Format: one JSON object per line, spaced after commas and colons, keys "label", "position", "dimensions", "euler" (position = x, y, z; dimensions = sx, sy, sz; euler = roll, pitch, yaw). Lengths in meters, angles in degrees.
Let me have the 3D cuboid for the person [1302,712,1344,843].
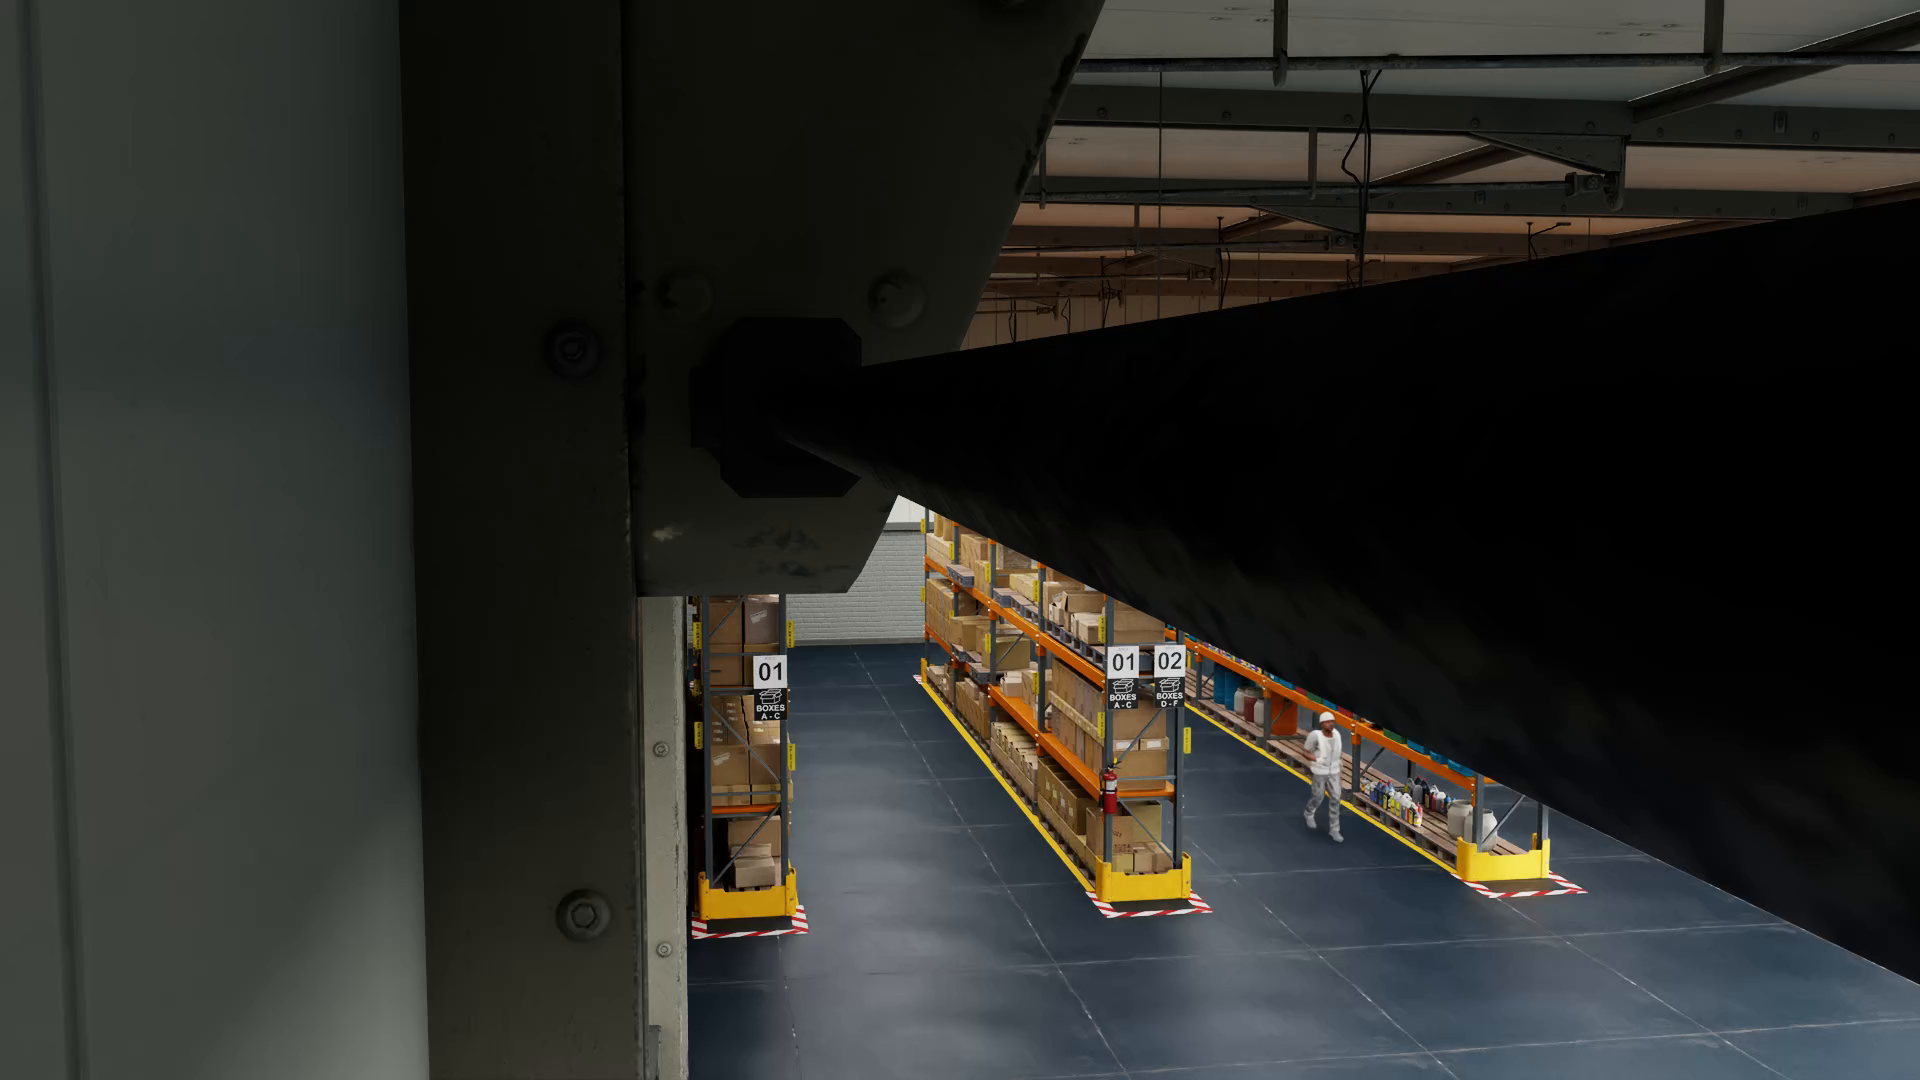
{"label": "person", "position": [5.204, 3.341, 23.793], "dimensions": [0.673, 1.793, 0.922], "euler": [-1, 5, -14]}
